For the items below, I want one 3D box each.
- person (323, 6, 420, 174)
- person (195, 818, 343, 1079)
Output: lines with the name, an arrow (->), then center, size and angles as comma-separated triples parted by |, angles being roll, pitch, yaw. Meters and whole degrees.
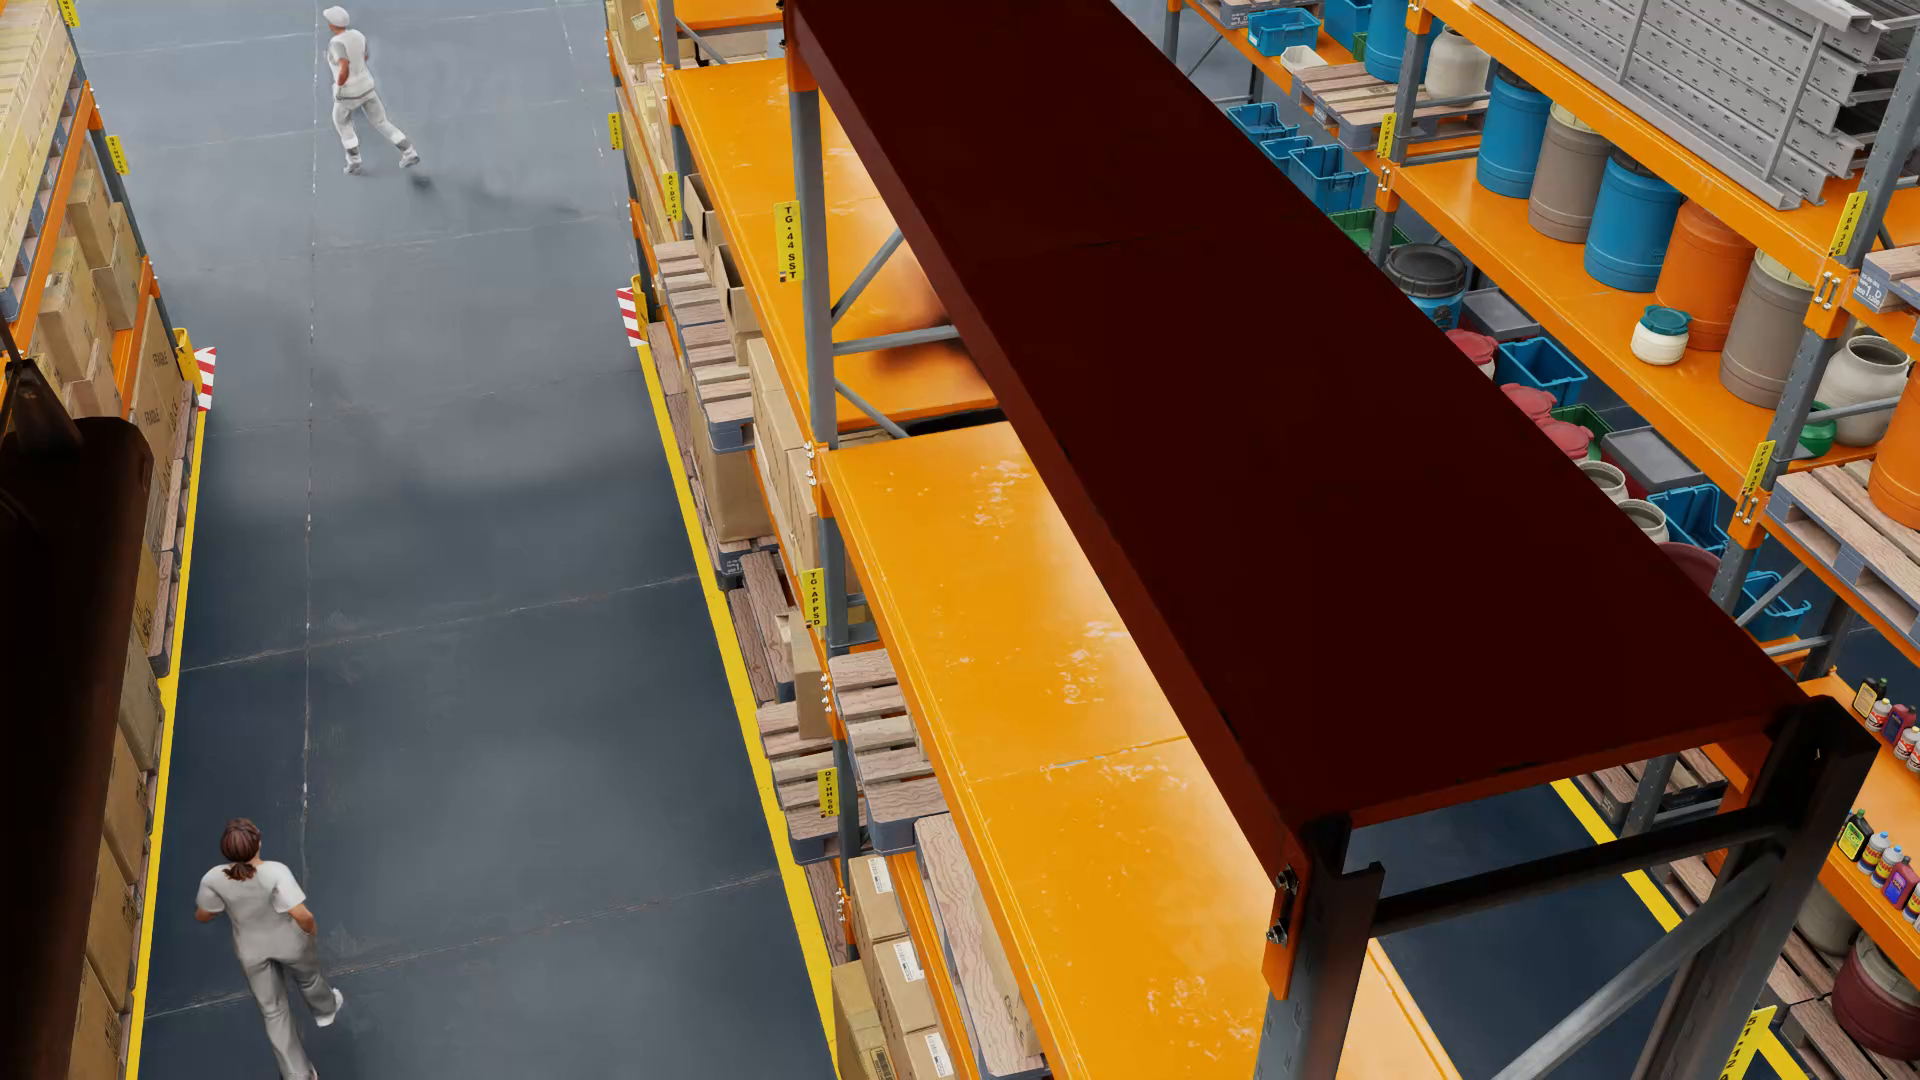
person -> -6.186, -4.581, 17.171 | 0.929, 1.835, 0.675 | 17, 41, 20
person -> -3.465, 2.075, 8.383 | 0.565, 1.718, 0.759 | -9, 39, -11
